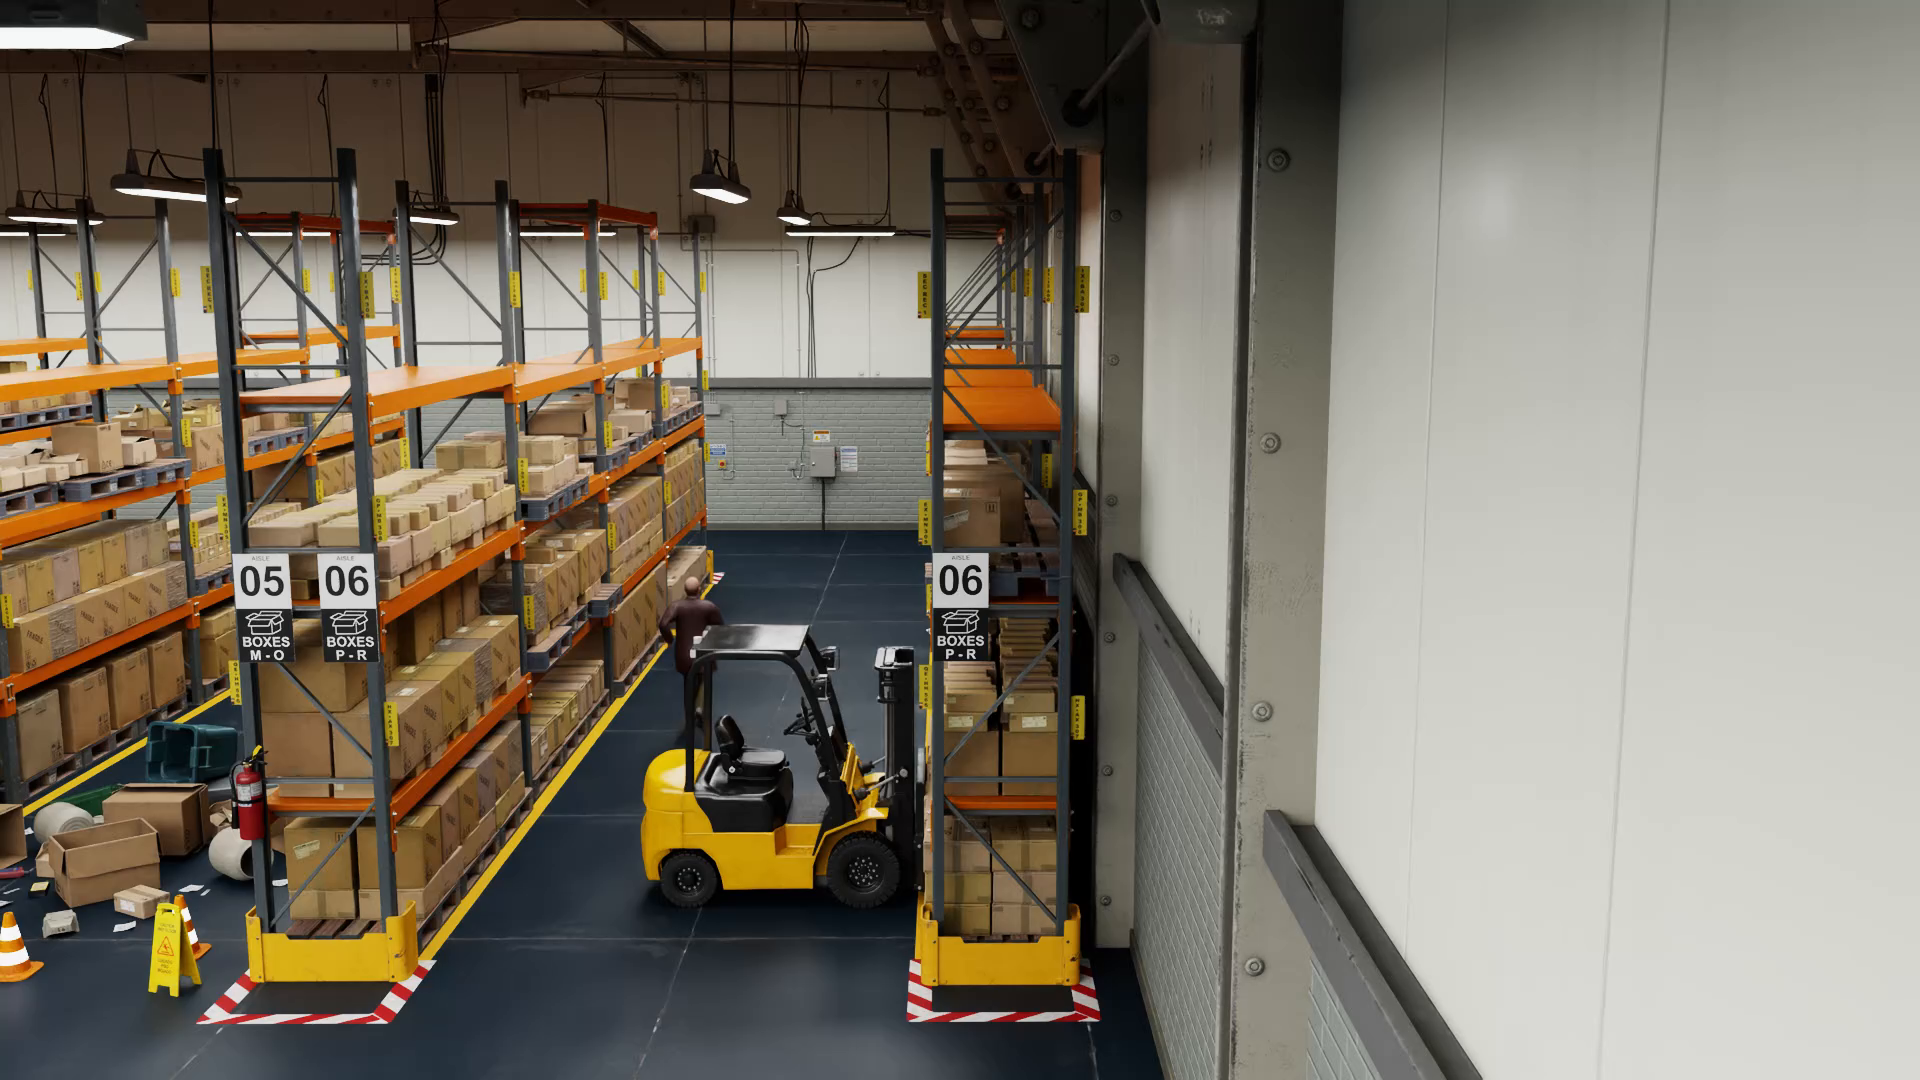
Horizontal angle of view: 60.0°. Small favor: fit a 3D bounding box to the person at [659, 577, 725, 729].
[{"bbox_3d":[-3.020,1.279,18.860,0.720,1.755,1.030,-1,9,-3],"label":"person"}]
